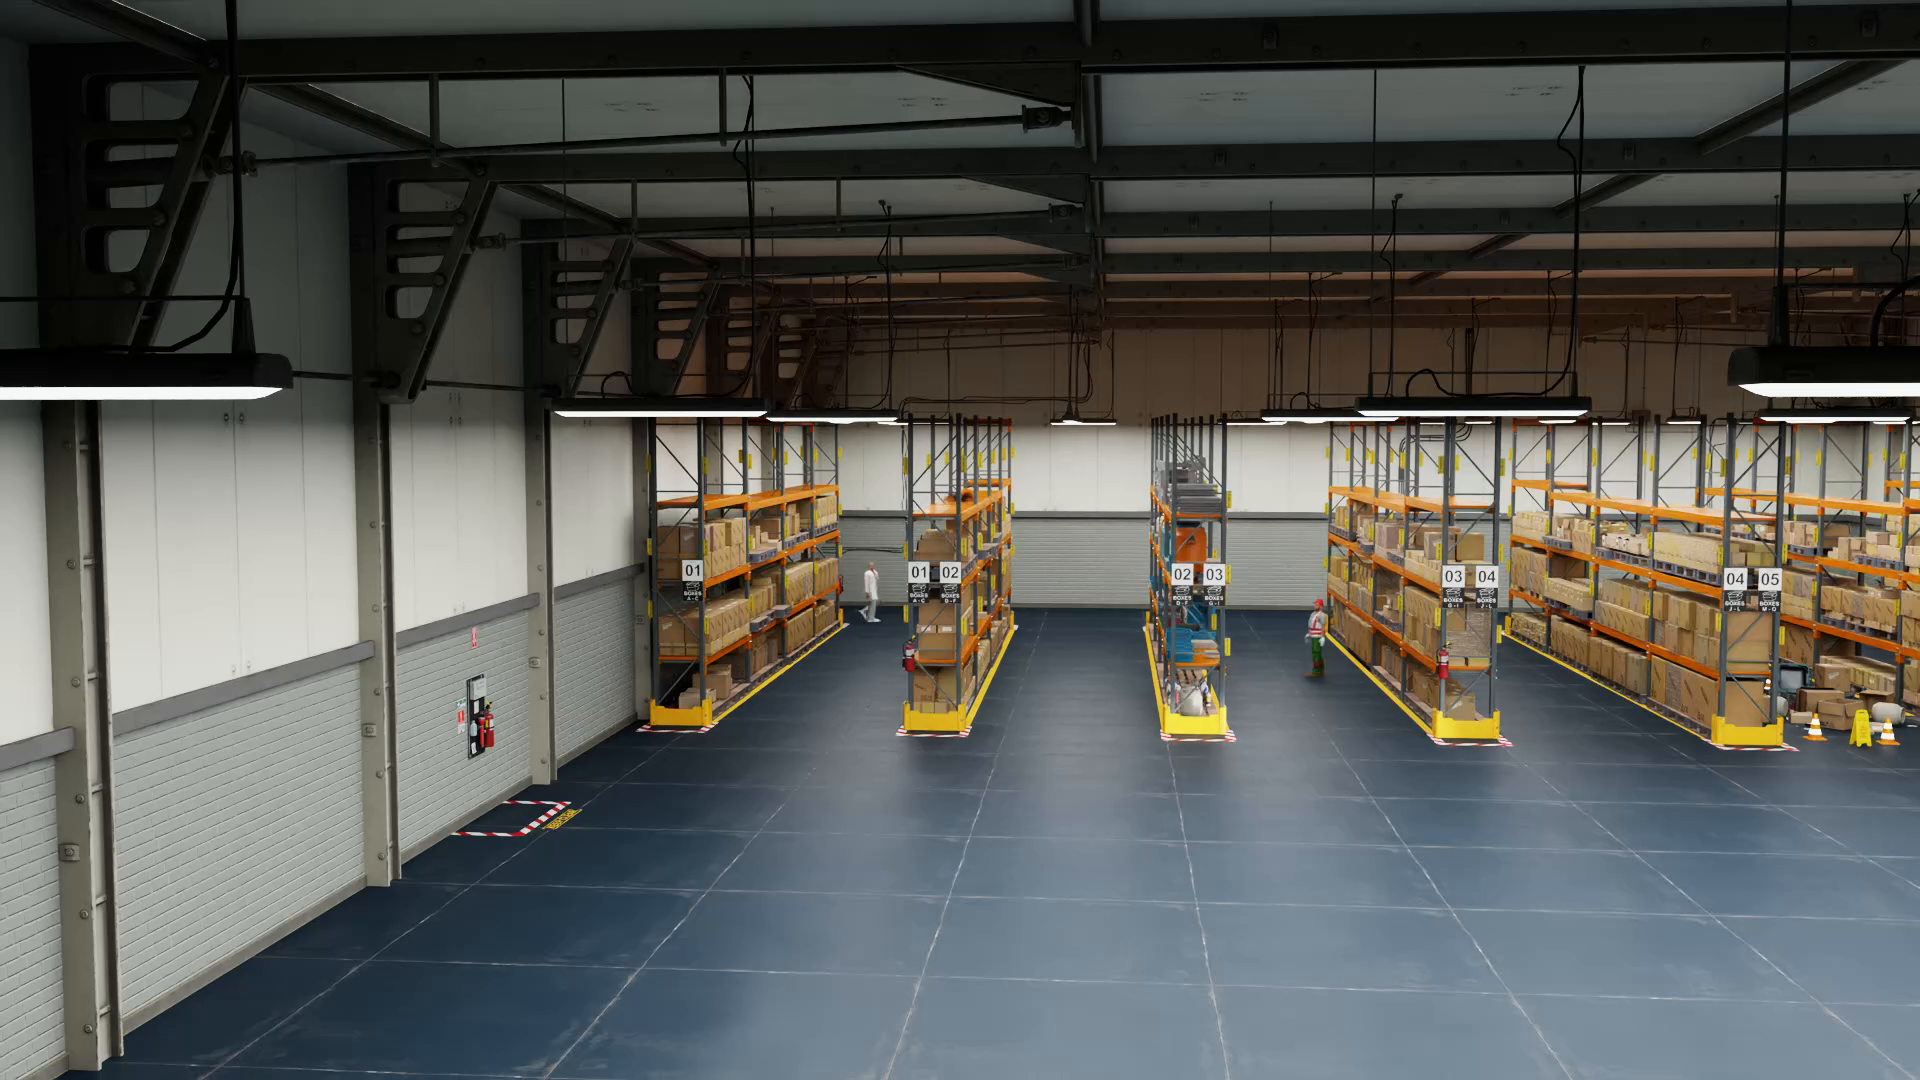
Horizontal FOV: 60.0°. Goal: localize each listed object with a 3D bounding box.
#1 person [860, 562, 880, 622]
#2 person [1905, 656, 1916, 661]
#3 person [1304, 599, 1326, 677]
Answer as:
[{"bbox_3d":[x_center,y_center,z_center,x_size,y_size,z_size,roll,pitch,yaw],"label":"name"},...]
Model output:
[{"bbox_3d":[-2.652,1.629,49.015,0.610,1.565,0.598,0,4,5],"label":"person"},{"bbox_3d":[23.286,2.180,40.674,0.480,1.601,0.482,2,4,25],"label":"person"},{"bbox_3d":[8.187,2.250,38.373,0.487,1.794,0.549,0,4,3],"label":"person"}]
